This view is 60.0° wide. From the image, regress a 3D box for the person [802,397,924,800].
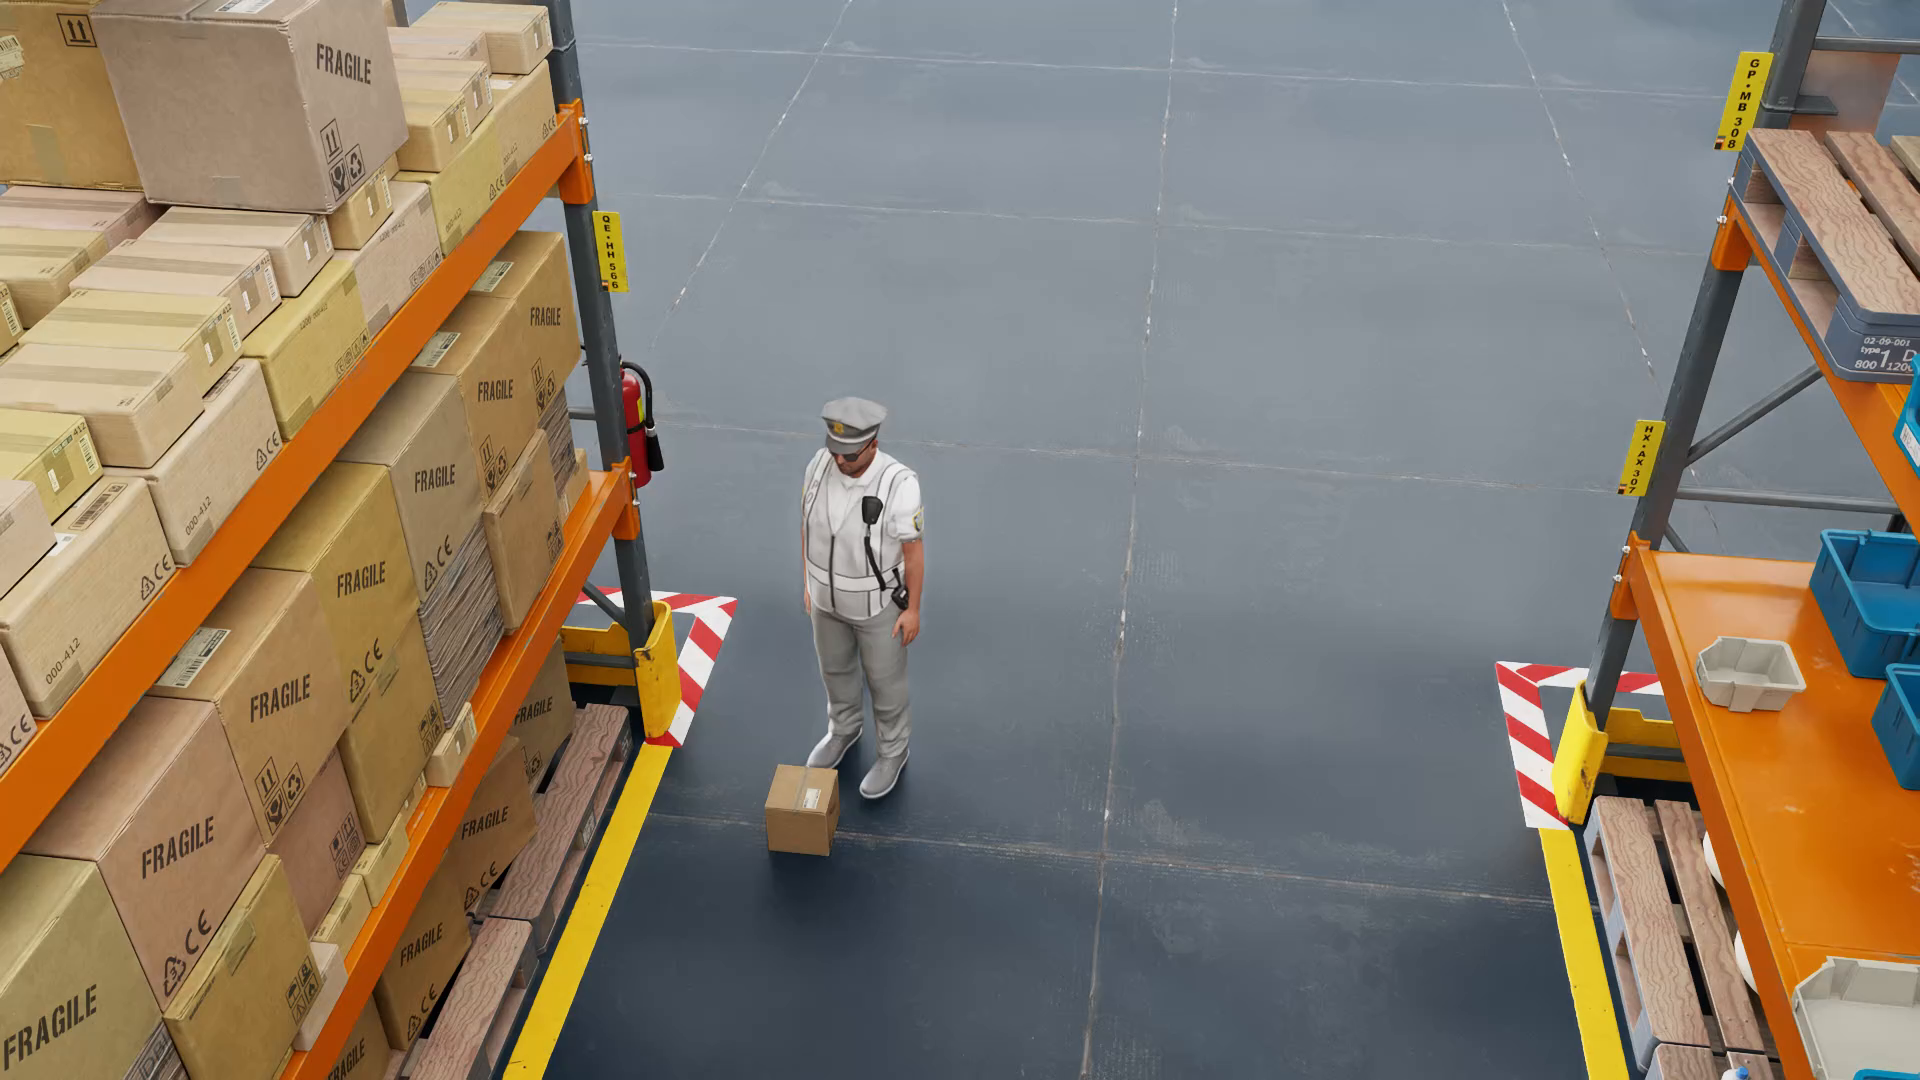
[{"bbox_3d":[-0.420,0.235,6.702,0.543,1.758,0.434,17,39,22],"label":"person"}]
